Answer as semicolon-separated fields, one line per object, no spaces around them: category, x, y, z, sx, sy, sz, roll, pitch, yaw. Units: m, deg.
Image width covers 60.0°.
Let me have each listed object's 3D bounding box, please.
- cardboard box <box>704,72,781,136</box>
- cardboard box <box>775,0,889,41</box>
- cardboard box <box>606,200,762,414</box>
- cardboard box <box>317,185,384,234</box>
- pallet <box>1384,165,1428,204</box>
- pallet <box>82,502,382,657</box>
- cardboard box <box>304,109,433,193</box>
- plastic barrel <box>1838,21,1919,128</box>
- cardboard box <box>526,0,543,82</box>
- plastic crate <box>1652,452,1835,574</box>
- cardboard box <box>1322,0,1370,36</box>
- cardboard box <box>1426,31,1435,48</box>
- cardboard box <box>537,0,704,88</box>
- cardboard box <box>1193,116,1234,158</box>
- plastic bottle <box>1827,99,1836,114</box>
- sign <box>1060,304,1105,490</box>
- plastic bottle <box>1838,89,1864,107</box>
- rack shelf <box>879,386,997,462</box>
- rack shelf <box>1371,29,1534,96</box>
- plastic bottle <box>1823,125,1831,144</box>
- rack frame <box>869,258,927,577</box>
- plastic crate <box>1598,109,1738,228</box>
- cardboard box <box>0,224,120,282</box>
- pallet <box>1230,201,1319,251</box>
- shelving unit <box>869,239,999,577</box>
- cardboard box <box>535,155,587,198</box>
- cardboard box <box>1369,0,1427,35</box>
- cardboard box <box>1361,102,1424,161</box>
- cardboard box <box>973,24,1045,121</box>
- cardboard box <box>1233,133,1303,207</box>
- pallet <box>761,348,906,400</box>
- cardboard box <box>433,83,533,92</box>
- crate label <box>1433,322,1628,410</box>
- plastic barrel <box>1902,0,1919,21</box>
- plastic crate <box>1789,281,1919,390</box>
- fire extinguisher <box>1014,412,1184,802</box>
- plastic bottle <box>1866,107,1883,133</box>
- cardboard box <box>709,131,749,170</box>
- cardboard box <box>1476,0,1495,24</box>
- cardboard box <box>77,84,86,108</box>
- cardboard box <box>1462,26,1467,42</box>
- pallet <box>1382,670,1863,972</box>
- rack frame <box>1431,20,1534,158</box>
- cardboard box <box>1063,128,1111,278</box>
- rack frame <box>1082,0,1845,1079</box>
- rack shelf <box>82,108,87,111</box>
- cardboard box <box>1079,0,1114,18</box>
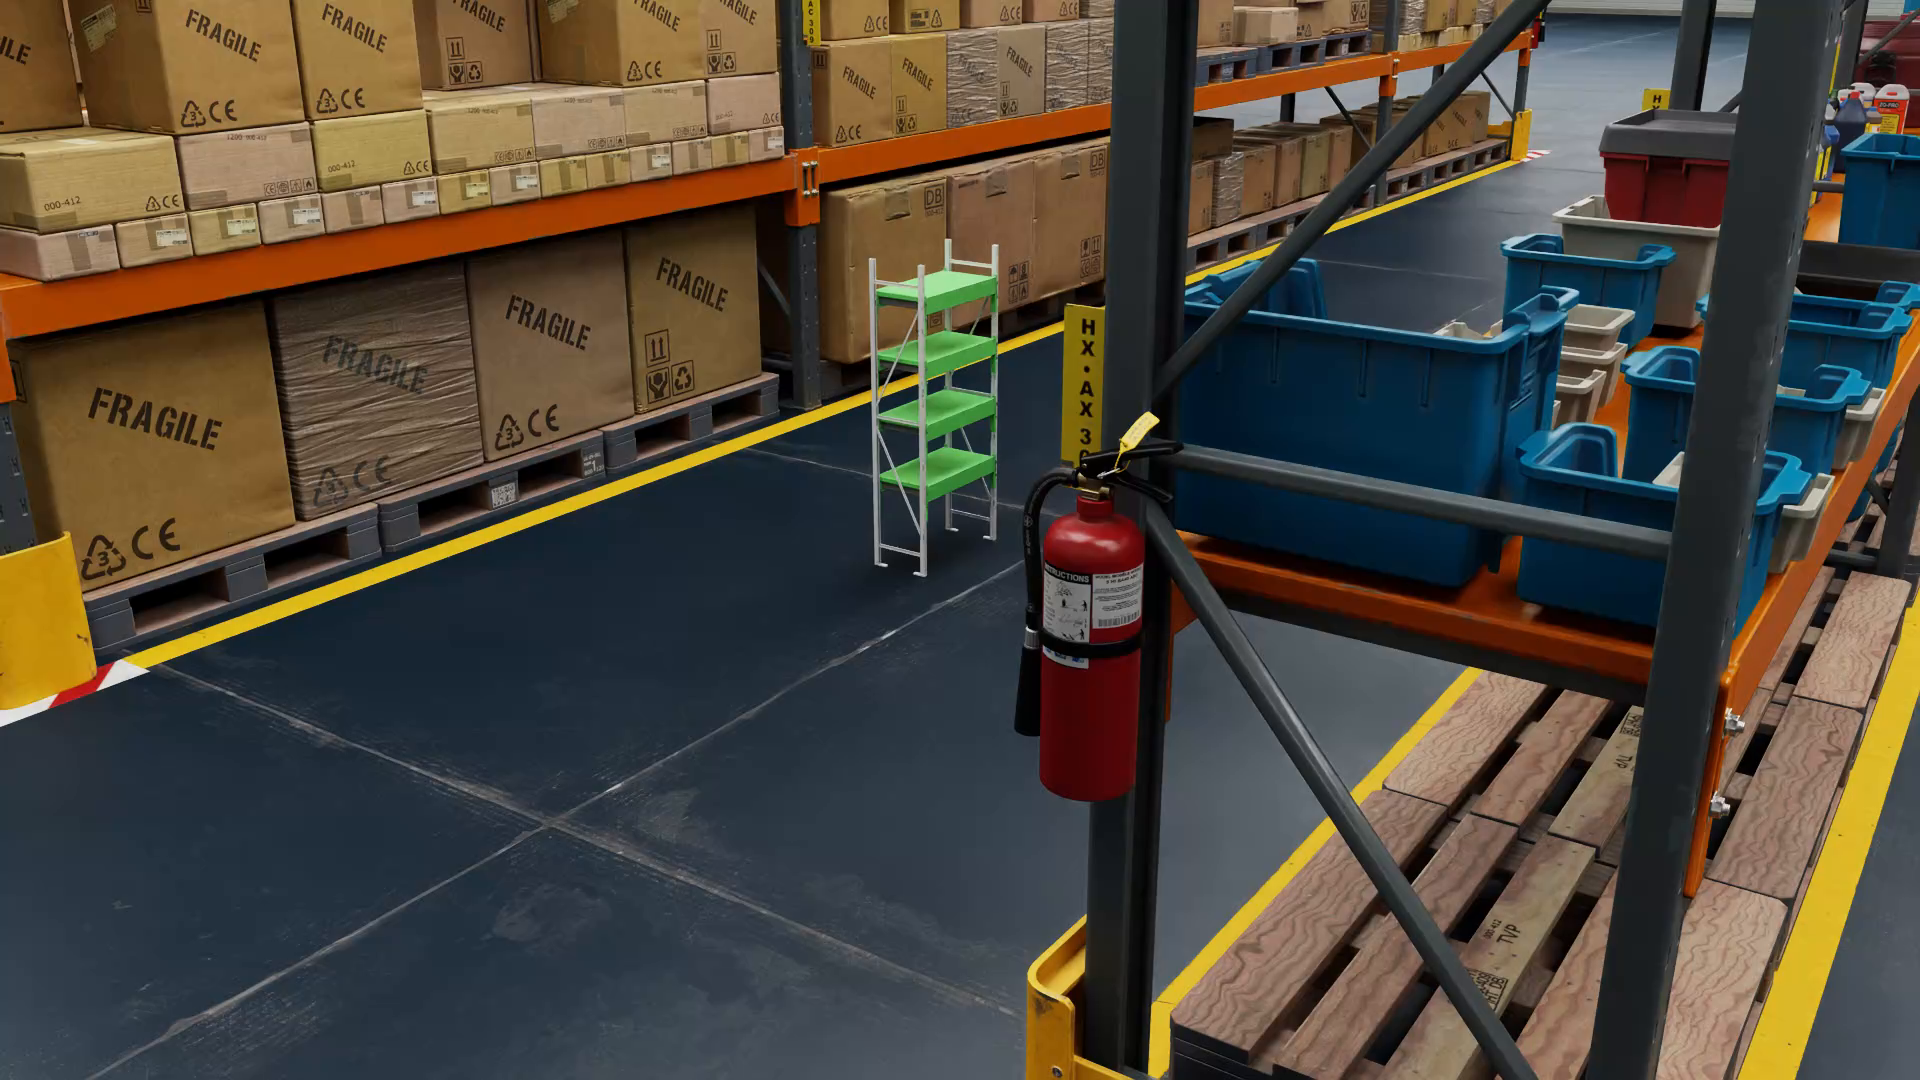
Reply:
cardboard box;-1.195;-2.065;7.811;0.500;0.250;0.500;13;24;31
cardboard box;-0.812;-2.876;8.626;0.797;0.503;0.637;13;24;30
cardboard box;-1.601;-1.200;8.143;0.875;0.875;0.875;13;24;32
cardboard box;-2.364;-1.241;6.158;0.380;0.149;0.250;13;24;31
pallet;3.682;-3.361;15.546;1.003;0.211;1.213;13;24;32
pallet;-3.028;0.037;6.360;1.003;0.211;1.213;13;24;32
cardboard box;-2.347;-1.474;6.213;0.500;0.250;0.500;12;24;30
plastic barrel;5.191;-2.611;9.305;0.600;0.536;0.708;13;24;32
cardboard box;-1.928;-2.367;7.547;0.500;0.500;0.500;13;24;32
plastic crate;1.344;-0.047;2.862;0.250;0.136;0.298;13;24;32
cardboard box;2.771;-4.747;13.803;1.000;1.000;1.000;13;24;32
cardboard box;4.105;-4.574;15.169;0.380;0.149;0.250;13;24;32
cardboard box;-1.486;-2.267;7.278;0.500;0.500;0.500;14;24;32
cardboard box;1.726;-3.059;12.599;0.500;0.250;0.500;17;26;38
plastic bottle;4.118;-1.969;7.949;0.097;0.271;0.097;0;20;0
sign;0.220;-0.239;2.852;0.100;0.325;0.005;13;24;32
plastic bottle;4.410;-2.103;8.306;0.152;0.276;0.135;13;24;32
rack shelf;-0.093;-0.455;6.451;0.258;0.148;0.480;13;24;32
rack shelf;4.458;-4.705;16.199;1.077;0.370;4.000;13;24;32
plastic bottle;3.565;-1.592;6.932;0.097;0.271;0.097;0;20;0
rack frame;-0.230;-0.445;6.239;0.240;1.200;0.015;13;24;32
plastic crate;2.223;-1.058;5.124;0.402;0.464;0.583;13;24;32
cardboard box;-2.940;-0.945;5.359;0.380;0.149;0.250;14;24;32
pallet;2.212;-2.586;13.451;1.003;0.211;1.213;13;24;32
shelving unit;-0.093;-0.515;6.428;0.258;1.200;0.503;13;24;32
cardboard box;-1.786;-1.536;6.955;0.380;0.149;0.250;13;24;31
cardboard box;3.637;-4.772;14.770;0.875;0.500;0.500;13;24;32
cardboard box;4.191;-3.960;16.144;0.500;0.500;0.500;11;23;27
cardboard box;0.151;-2.741;9.707;0.500;0.500;0.500;14;24;33
cardboard box;2.373;-3.037;13.621;0.700;0.500;0.500;11;23;27
pallet;-0.792;-1.102;9.439;1.003;0.211;1.213;13;24;32
cardboard box;-2.215;-1.867;7.277;0.500;0.250;0.500;14;24;33
crate label;1.304;-0.399;3.813;0.396;0.136;0.243;13;24;32
plastic barrel;6.962;-3.686;11.684;0.600;0.901;0.708;13;24;32
plastic crate;2.004;-0.480;3.894;0.416;0.233;0.300;13;24;32
fire extinguisher;0.223;0.106;2.804;0.296;0.674;0.183;13;24;32
plastic bottle;4.524;-2.049;8.268;0.097;0.201;0.097;0;20;0
cardboard box;-1.209;-1.830;7.751;0.380;0.149;0.250;14;24;33
cardboard box;4.751;-5.349;16.328;0.875;0.500;0.500;13;24;32
cardboard box;-5.430;-2.764;10.276;0.380;0.149;0.250;14;25;34
cardboard box;4.638;-4.868;15.963;0.380;0.149;0.250;13;24;32
pallet;1.866;0.670;4.649;1.003;0.211;1.213;13;24;32
rack frame;5.582;-5.617;17.625;1.000;3.000;0.127;13;24;32
cardboard box;0.680;-2.328;11.191;1.225;0.875;0.875;12;23;29
rack frame;0.681;-0.061;2.605;0.949;2.616;0.053;13;24;32
rack shelf;-6.333;-2.259;9.584;1.077;0.370;4.000;13;24;32
cardboard box;0.660;-3.632;10.670;0.797;0.503;0.637;14;25;34
